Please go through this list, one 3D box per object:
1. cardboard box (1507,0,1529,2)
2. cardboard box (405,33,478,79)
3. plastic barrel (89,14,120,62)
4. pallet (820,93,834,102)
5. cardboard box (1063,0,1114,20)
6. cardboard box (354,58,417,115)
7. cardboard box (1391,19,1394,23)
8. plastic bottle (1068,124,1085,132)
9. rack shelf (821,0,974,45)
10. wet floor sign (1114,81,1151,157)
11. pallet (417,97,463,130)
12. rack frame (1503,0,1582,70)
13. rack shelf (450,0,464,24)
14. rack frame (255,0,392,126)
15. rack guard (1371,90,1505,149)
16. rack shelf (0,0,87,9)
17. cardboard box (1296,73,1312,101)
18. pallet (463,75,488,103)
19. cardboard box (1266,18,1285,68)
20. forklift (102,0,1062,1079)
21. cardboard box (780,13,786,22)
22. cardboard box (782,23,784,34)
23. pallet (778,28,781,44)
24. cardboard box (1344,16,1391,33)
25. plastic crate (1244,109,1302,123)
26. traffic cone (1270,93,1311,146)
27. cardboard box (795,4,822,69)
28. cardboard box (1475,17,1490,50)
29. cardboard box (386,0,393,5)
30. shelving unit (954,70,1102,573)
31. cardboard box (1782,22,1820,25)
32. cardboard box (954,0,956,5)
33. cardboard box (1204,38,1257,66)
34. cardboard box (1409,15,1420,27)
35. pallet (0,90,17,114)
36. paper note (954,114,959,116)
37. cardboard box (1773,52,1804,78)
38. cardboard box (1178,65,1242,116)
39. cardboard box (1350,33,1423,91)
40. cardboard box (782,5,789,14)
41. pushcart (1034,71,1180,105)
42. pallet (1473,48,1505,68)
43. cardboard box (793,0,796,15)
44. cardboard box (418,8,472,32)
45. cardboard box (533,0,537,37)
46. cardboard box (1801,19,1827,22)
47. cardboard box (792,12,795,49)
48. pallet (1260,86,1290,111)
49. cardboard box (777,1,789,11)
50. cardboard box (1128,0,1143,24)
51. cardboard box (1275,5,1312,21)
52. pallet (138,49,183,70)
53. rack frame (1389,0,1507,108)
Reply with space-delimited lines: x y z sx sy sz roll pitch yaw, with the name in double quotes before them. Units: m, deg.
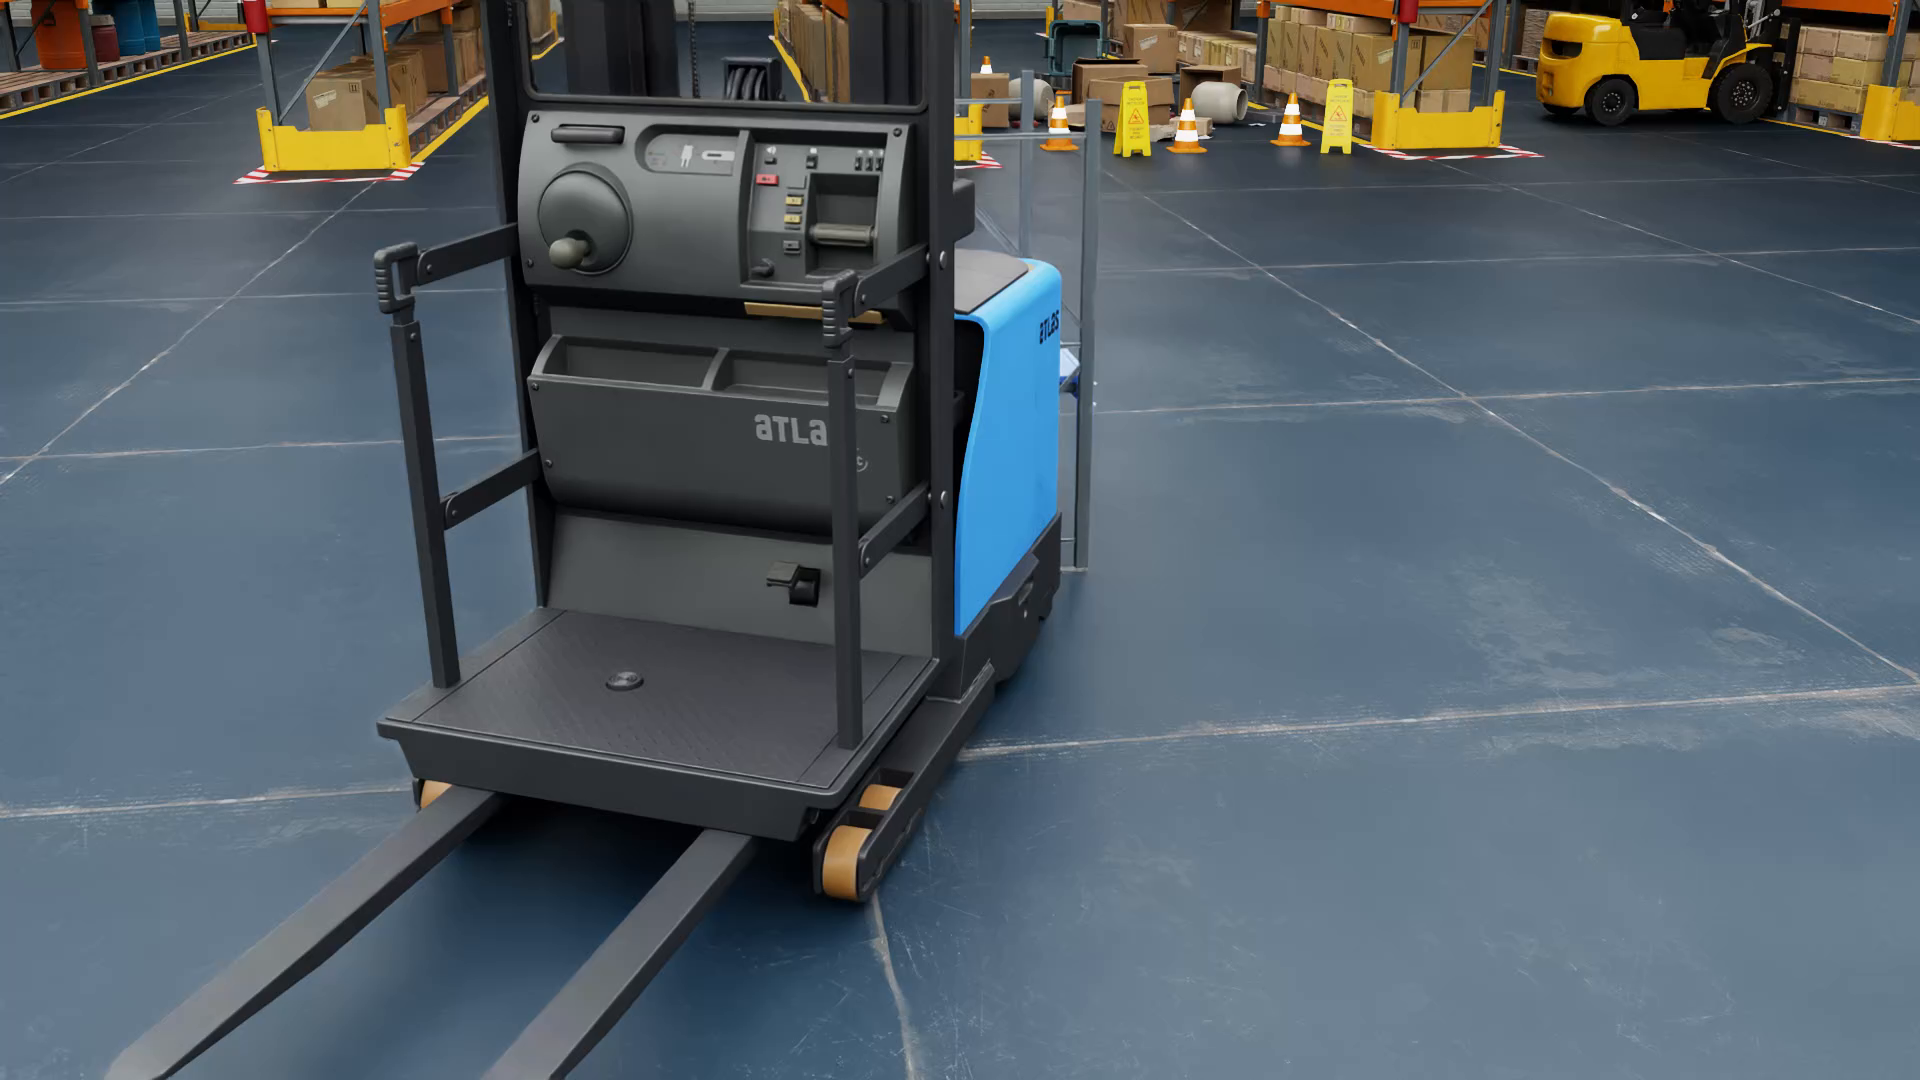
"cardboard box" 8.308 -7.997 24.885 0.380 0.149 0.250 -3 21 -9
"cardboard box" -6.185 -5.774 19.832 0.700 0.500 0.500 -1 21 -3
"plastic barrel" -11.634 -6.734 22.305 0.600 0.588 0.708 -3 21 -8
"pallet" -0.951 -4.614 17.768 1.003 0.211 1.213 -3 21 -8
"cardboard box" 2.365 -9.400 29.658 0.875 0.438 0.875 -4 21 -10
"cardboard box" -5.631 -4.449 16.312 0.500 0.500 0.500 -5 21 -13
"cardboard box" 7.236 -8.711 28.060 0.396 0.266 0.258 -2 21 -6
"plastic bottle" 1.171 -4.155 16.753 0.133 0.061 0.283 -11 23 -26
"rack shelf" -0.695 -5.158 16.267 1.077 0.370 4.000 -3 21 -8
"wet floor sign" 1.557 -3.789 14.940 0.267 0.644 0.232 -7 21 -17
"pallet" -5.774 -4.435 17.290 1.003 0.211 1.213 -3 21 -8
"rack frame" 8.235 -8.109 23.139 1.000 3.000 0.127 -3 21 -8
"rack shelf" -6.194 -6.328 19.399 1.077 0.370 4.000 -3 21 -8
"rack frame" -5.330 -4.587 13.711 1.000 3.000 0.127 -3 21 -8
"rack guard" 4.466 -3.943 15.557 1.175 0.500 0.348 -3 21 -8
"rack shelf" -11.096 -6.078 18.730 1.077 0.370 4.000 -3 21 -8
"cardboard box" 3.885 -4.795 17.597 0.500 0.250 0.500 -3 21 -8
"pallet" -6.199 -5.359 19.762 1.003 0.211 1.213 -3 21 -8
"cardboard box" 3.718 -5.514 18.451 0.500 0.500 0.500 -2 21 -5
"forklift" -0.623 -0.743 3.516 1.130 2.935 3.031 6 21 16
"cardboard box" -2.856 -8.876 28.244 0.380 0.149 0.250 -2 21 -6
"cardboard box" -2.784 -8.566 27.837 0.380 0.149 0.250 -4 21 -10
"pallet" -2.620 -8.727 28.779 1.003 0.211 1.213 -3 21 -8
"cardboard box" 3.984 -5.039 16.251 0.380 0.149 0.250 -2 21 -6
"plastic crate" 3.315 -4.519 17.702 0.402 0.080 0.583 -11 23 -26
"traffic cone" 3.138 -3.983 15.718 0.336 0.463 0.334 -3 21 -8
"cardboard box" -1.561 -6.500 21.447 1.050 0.750 0.750 -3 21 -8
"cardboard box" 7.900 -7.444 24.332 0.500 0.500 0.500 -3 21 -9
"cardboard box" -5.173 -4.755 14.520 0.380 0.149 0.250 -3 21 -8
"shelving unit" 0.091 -0.767 5.627 0.538 1.500 1.048 -3 21 -8
"cardboard box" 8.786 -5.386 17.751 0.500 0.250 0.500 -3 21 -9
"cardboard box" -0.505 -4.999 14.599 0.875 0.550 0.550 -3 21 -8
"cardboard box" 3.613 -6.109 20.940 0.950 0.372 0.625 -2 21 -6
"cardboard box" 7.506 -8.341 26.733 0.500 0.500 0.500 -2 21 -5
"pallet" -10.959 -4.686 17.961 1.003 0.211 1.213 -3 21 -8
"paper note" 0.010 -4.610 18.014 0.142 0.020 0.147 17 27 39
"cardboard box" 8.852 -4.986 17.395 0.500 0.250 0.500 -3 21 -9
"cardboard box" 2.708 -4.863 18.018 0.500 0.500 0.500 12 24 29
"cardboard box" 4.103 -4.611 16.034 0.500 0.500 0.500 -3 21 -7
"cardboard box" -2.765 -8.829 27.692 0.380 0.149 0.250 -3 21 -7
"pushcart" 1.651 -5.111 18.862 1.648 0.377 0.936 -11 23 -26
"pallet" 8.165 -7.063 24.325 1.003 0.211 1.213 -3 21 -8
"cardboard box" -2.143 -7.704 23.957 0.500 0.250 0.500 -2 21 -6
"cardboard box" -6.270 -6.330 20.249 0.500 0.250 0.500 -1 20 -2
"cardboard box" -7.075 -8.176 25.756 0.875 0.875 0.875 -3 21 -8
"cardboard box" 9.222 -5.590 18.296 0.500 0.250 0.500 -3 21 -7
"cardboard box" -2.215 -7.531 24.564 0.500 0.500 0.500 -2 21 -5
"pallet" 4.032 -4.935 18.628 1.003 0.211 1.213 -3 21 -8
"cardboard box" -2.974 -9.284 28.909 0.380 0.149 0.250 -4 21 -10
"cardboard box" 3.054 -7.920 25.072 0.875 0.875 0.875 -2 21 -6
"cardboard box" 3.677 -5.772 18.213 0.380 0.149 0.250 -3 21 -7
"pallet" -11.891 -6.917 23.934 1.003 0.211 1.213 -3 21 -8
"rack frame" 4.477 -5.087 15.050 1.000 3.000 0.127 -3 21 -8
